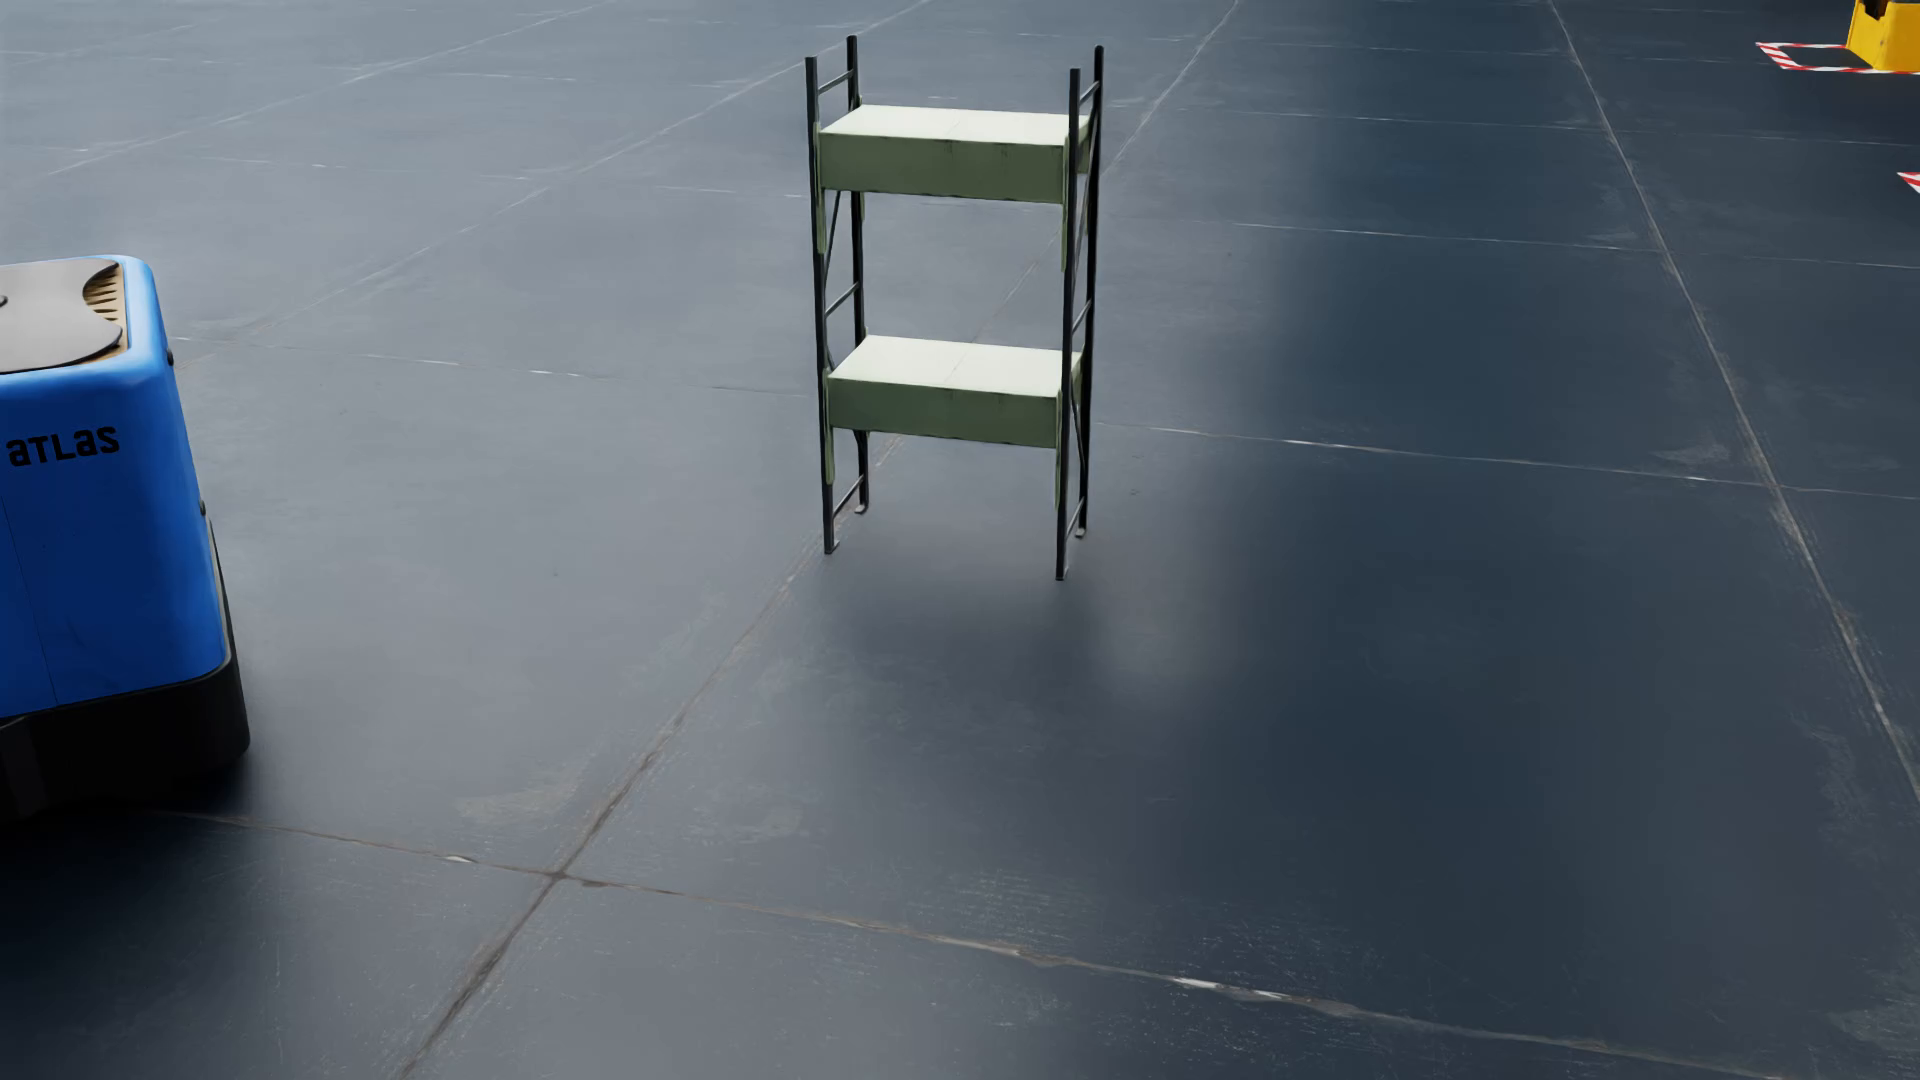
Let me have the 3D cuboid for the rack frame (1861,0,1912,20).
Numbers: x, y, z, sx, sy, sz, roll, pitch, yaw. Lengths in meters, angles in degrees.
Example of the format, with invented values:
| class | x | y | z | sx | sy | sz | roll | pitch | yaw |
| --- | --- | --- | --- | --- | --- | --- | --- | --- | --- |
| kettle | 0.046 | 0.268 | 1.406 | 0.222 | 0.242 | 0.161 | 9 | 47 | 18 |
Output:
| class | x | y | z | sx | sy | sz | roll | pitch | yaw |
| --- | --- | --- | --- | --- | --- | --- | --- | --- | --- |
| rack frame | 7.349 | -5.230 | 12.745 | 0.127 | 3.000 | 1.000 | 6 | 26 | 13 |

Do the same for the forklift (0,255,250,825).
| class | x | y | z | sx | sy | sz | roll | pitch | yaw |
| --- | --- | --- | --- | --- | --- | --- | --- | --- | --- |
| forklift | -3.281 | -0.655 | 3.216 | 3.031 | 2.935 | 1.130 | -12 | 28 | -23 |

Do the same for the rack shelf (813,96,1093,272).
| class | x | y | z | sx | sy | sz | roll | pitch | yaw |
| --- | --- | --- | --- | --- | --- | --- | --- | --- | --- |
| rack shelf | -0.006 | -1.030 | 4.761 | 0.720 | 0.370 | 0.431 | 6 | 26 | 13 |

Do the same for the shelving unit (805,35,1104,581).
| class | x | y | z | sx | sy | sz | roll | pitch | yaw |
| --- | --- | --- | --- | --- | --- | --- | --- | --- | --- |
| shelving unit | -0.006 | -0.678 | 4.929 | 0.755 | 1.500 | 0.431 | 6 | 26 | 13 |

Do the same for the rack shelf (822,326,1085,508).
| class | x | y | z | sx | sy | sz | roll | pitch | yaw |
| --- | --- | --- | --- | --- | --- | --- | --- | --- | --- |
| rack shelf | -0.006 | -0.384 | 5.069 | 0.720 | 0.370 | 0.431 | 6 | 26 | 13 |

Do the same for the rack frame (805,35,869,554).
| class | x | y | z | sx | sy | sz | roll | pitch | yaw |
| --- | --- | --- | --- | --- | --- | --- | --- | --- | --- |
| rack frame | -0.361 | -0.717 | 5.011 | 0.023 | 1.500 | 0.400 | 6 | 26 | 13 |

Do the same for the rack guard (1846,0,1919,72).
| class | x | y | z | sx | sy | sz | roll | pitch | yaw |
| --- | --- | --- | --- | --- | --- | --- | --- | --- | --- |
| rack guard | 7.423 | -4.093 | 13.265 | 0.348 | 0.500 | 1.175 | 6 | 26 | 13 |

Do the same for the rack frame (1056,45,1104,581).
| class | x | y | z | sx | sy | sz | roll | pitch | yaw |
| --- | --- | --- | --- | --- | --- | --- | --- | --- | --- |
| rack frame | 0.348 | -0.639 | 4.847 | 0.023 | 1.500 | 0.400 | 6 | 26 | 13 |
